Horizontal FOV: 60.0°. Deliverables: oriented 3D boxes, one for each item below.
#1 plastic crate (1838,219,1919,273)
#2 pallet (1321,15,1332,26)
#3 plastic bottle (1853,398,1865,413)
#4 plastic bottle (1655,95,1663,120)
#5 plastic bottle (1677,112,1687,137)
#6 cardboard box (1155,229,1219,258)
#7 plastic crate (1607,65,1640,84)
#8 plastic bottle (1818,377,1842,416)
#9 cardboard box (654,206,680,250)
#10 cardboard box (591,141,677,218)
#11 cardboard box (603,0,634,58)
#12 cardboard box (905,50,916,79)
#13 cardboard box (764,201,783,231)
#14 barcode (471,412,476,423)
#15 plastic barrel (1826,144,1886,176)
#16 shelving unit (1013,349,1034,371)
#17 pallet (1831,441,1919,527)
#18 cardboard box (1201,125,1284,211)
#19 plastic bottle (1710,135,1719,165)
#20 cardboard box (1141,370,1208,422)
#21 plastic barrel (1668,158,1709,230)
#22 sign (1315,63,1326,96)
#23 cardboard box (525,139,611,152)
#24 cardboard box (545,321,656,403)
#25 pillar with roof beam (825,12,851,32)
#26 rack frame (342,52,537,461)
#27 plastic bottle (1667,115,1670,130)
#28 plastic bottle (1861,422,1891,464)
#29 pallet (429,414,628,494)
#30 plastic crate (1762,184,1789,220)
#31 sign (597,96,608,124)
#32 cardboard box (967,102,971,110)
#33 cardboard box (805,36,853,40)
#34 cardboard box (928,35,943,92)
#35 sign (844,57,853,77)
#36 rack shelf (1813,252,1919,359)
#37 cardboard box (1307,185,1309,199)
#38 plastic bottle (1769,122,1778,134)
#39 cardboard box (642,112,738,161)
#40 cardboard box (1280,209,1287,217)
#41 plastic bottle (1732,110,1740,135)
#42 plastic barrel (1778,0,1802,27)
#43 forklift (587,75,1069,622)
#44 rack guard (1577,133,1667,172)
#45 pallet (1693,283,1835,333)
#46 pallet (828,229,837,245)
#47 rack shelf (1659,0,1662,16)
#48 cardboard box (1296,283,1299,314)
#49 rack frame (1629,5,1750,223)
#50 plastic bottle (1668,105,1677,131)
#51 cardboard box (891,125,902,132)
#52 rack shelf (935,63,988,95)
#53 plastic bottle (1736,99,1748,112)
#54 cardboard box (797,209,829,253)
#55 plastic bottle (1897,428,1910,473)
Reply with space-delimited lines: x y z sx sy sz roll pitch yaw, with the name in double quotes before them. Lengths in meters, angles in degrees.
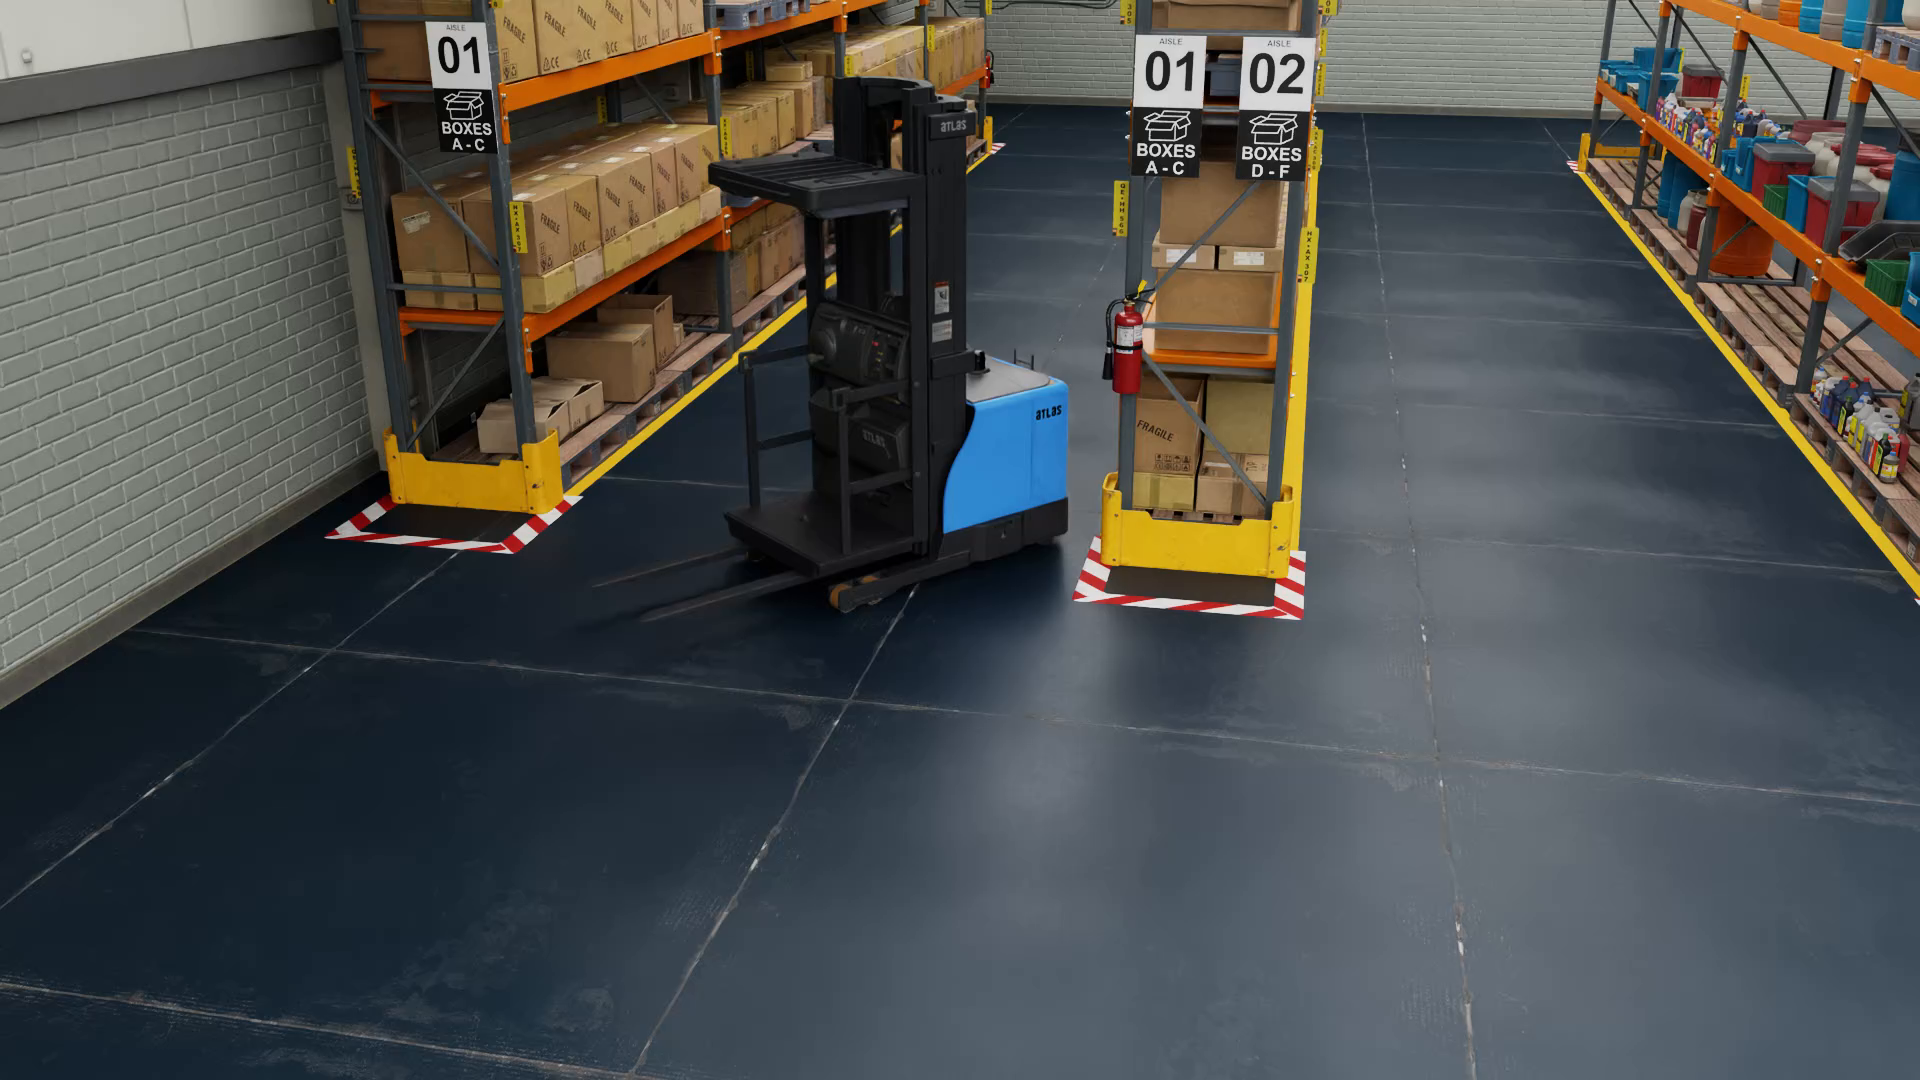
"plastic crate" 6.921 -2.138 12.230 0.767 0.338 0.504 4 22 11
"pallet" 2.843 -4.830 15.069 1.003 0.211 1.213 6 23 13
"plastic bottle" 6.549 -0.898 12.131 0.097 0.271 0.097 0 22 0
"plastic bottle" 8.292 -5.119 19.704 0.061 0.283 0.133 4 22 11
"plastic bottle" 8.030 -4.611 18.459 0.097 0.271 0.097 0 22 0
"cardboard box" 1.431 -1.862 10.460 0.380 0.149 0.250 5 22 12
"plastic crate" 9.093 -6.381 22.827 0.416 0.233 0.300 4 22 11
"plastic bottle" 6.619 -1.086 12.591 0.152 0.276 0.135 5 23 13
"cardboard box" -2.544 -2.480 13.171 0.500 0.250 0.500 4 22 11
"cardboard box" -2.550 -2.829 13.032 0.500 0.500 0.500 4 22 9
"cardboard box" -2.715 -3.773 12.030 0.500 0.500 0.500 6 23 14
"cardboard box" -0.856 -5.848 20.800 0.500 0.500 0.500 5 22 11
"cardboard box" -2.104 -3.300 16.785 0.500 0.250 0.500 4 22 11
"barcode" -3.522 -0.885 12.035 0.001 0.075 0.075 4 22 11
"plastic barrel" 7.800 -3.171 14.531 0.433 0.535 0.433 0 22 0
"shelving unit" 0.332 -0.752 11.314 0.252 1.050 0.215 -17 27 -35
"pallet" 6.727 -0.365 11.478 1.003 0.211 1.213 4 22 11
"cardboard box" 1.810 -2.479 11.124 0.700 0.500 0.500 5 22 11
"plastic bottle" 7.633 -3.938 16.772 0.061 0.283 0.133 4 22 11
"cardboard box" 1.495 -1.118 11.728 0.500 0.500 0.500 4 22 11
"plastic barrel" 8.512 -4.039 19.114 0.600 0.901 0.708 4 22 11
"sign" 3.664 -4.686 16.925 0.100 0.325 0.005 4 22 11
"cardboard box" -3.063 -2.865 13.122 0.500 0.500 0.500 5 22 12
"cardboard box" -2.819 -1.405 13.083 0.700 0.500 0.500 3 22 8
"pillar with roof beam" 2.596 -8.806 20.674 9.100 9.000 0.400 4 22 11
"rack frame" -3.363 -1.641 10.913 1.000 3.000 0.127 4 22 11
"plastic bottle" 8.152 -4.797 19.014 0.097 0.201 0.097 0 22 0
"plastic bottle" 6.388 -0.672 11.565 0.152 0.276 0.135 4 22 9
"pallet" -3.147 -0.670 12.234 1.003 0.211 1.213 4 22 11
"plastic crate" 7.231 -2.909 14.344 0.450 0.188 0.662 4 22 11
"sign" -3.091 -3.682 14.431 0.100 0.325 0.005 4 22 11
"cardboard box" -0.042 -6.411 24.672 0.380 0.149 0.250 5 22 12
"cardboard box" -1.571 -5.857 19.818 0.500 0.250 0.500 4 22 10
"cardboard box" -0.788 -6.366 22.243 0.980 0.700 0.700 5 22 12
"sign" -1.197 -5.029 17.882 0.100 0.325 0.005 4 22 11
"rack shelf" 6.744 -1.283 10.988 1.077 0.370 4.000 4 22 11
"cardboard box" 3.701 -3.755 18.918 0.500 0.500 0.500 4 22 10
"plastic bottle" 8.653 -4.310 17.696 0.061 0.283 0.133 4 22 11
"cardboard box" -2.410 -3.538 14.900 0.700 0.500 0.500 5 22 11
"cardboard box" 1.987 -2.117 11.092 0.380 0.149 0.250 4 22 9
"plastic bottle" 8.689 -4.681 18.634 0.097 0.271 0.097 0 22 0
"plastic barrel" 7.455 -4.879 14.363 0.600 0.830 0.708 4 22 11
"forklift" -0.768 -1.154 9.795 3.031 2.935 1.130 -17 27 -35
"rack guard" 9.593 -5.588 24.058 1.175 0.500 0.348 4 22 11
"pallet" 7.772 -2.238 16.127 1.003 0.211 1.213 4 22 11
"pallet" -1.496 -3.556 19.400 1.003 0.211 1.213 4 22 11
"rack shelf" 9.192 -7.064 21.325 1.077 0.370 4.000 4 22 11
"cardboard box" 2.739 -2.222 14.723 0.500 0.311 0.500 4 22 10
"rack frame" 8.784 -5.274 19.935 1.000 3.000 0.127 4 22 11
"plastic bottle" 8.111 -4.794 18.898 0.061 0.283 0.133 4 22 11
"cardboard box" -0.920 -4.980 21.518 0.750 0.750 0.750 5 22 12
"rack shelf" -0.506 -6.427 23.760 1.077 0.370 4.000 4 22 11
"plastic bottle" 8.879 -4.823 18.879 0.144 0.351 0.185 4 22 11
"cardboard box" -1.826 -3.344 17.899 0.700 0.500 0.500 5 22 12
"plastic bottle" 6.464 -0.617 11.418 0.061 0.283 0.133 4 22 11
